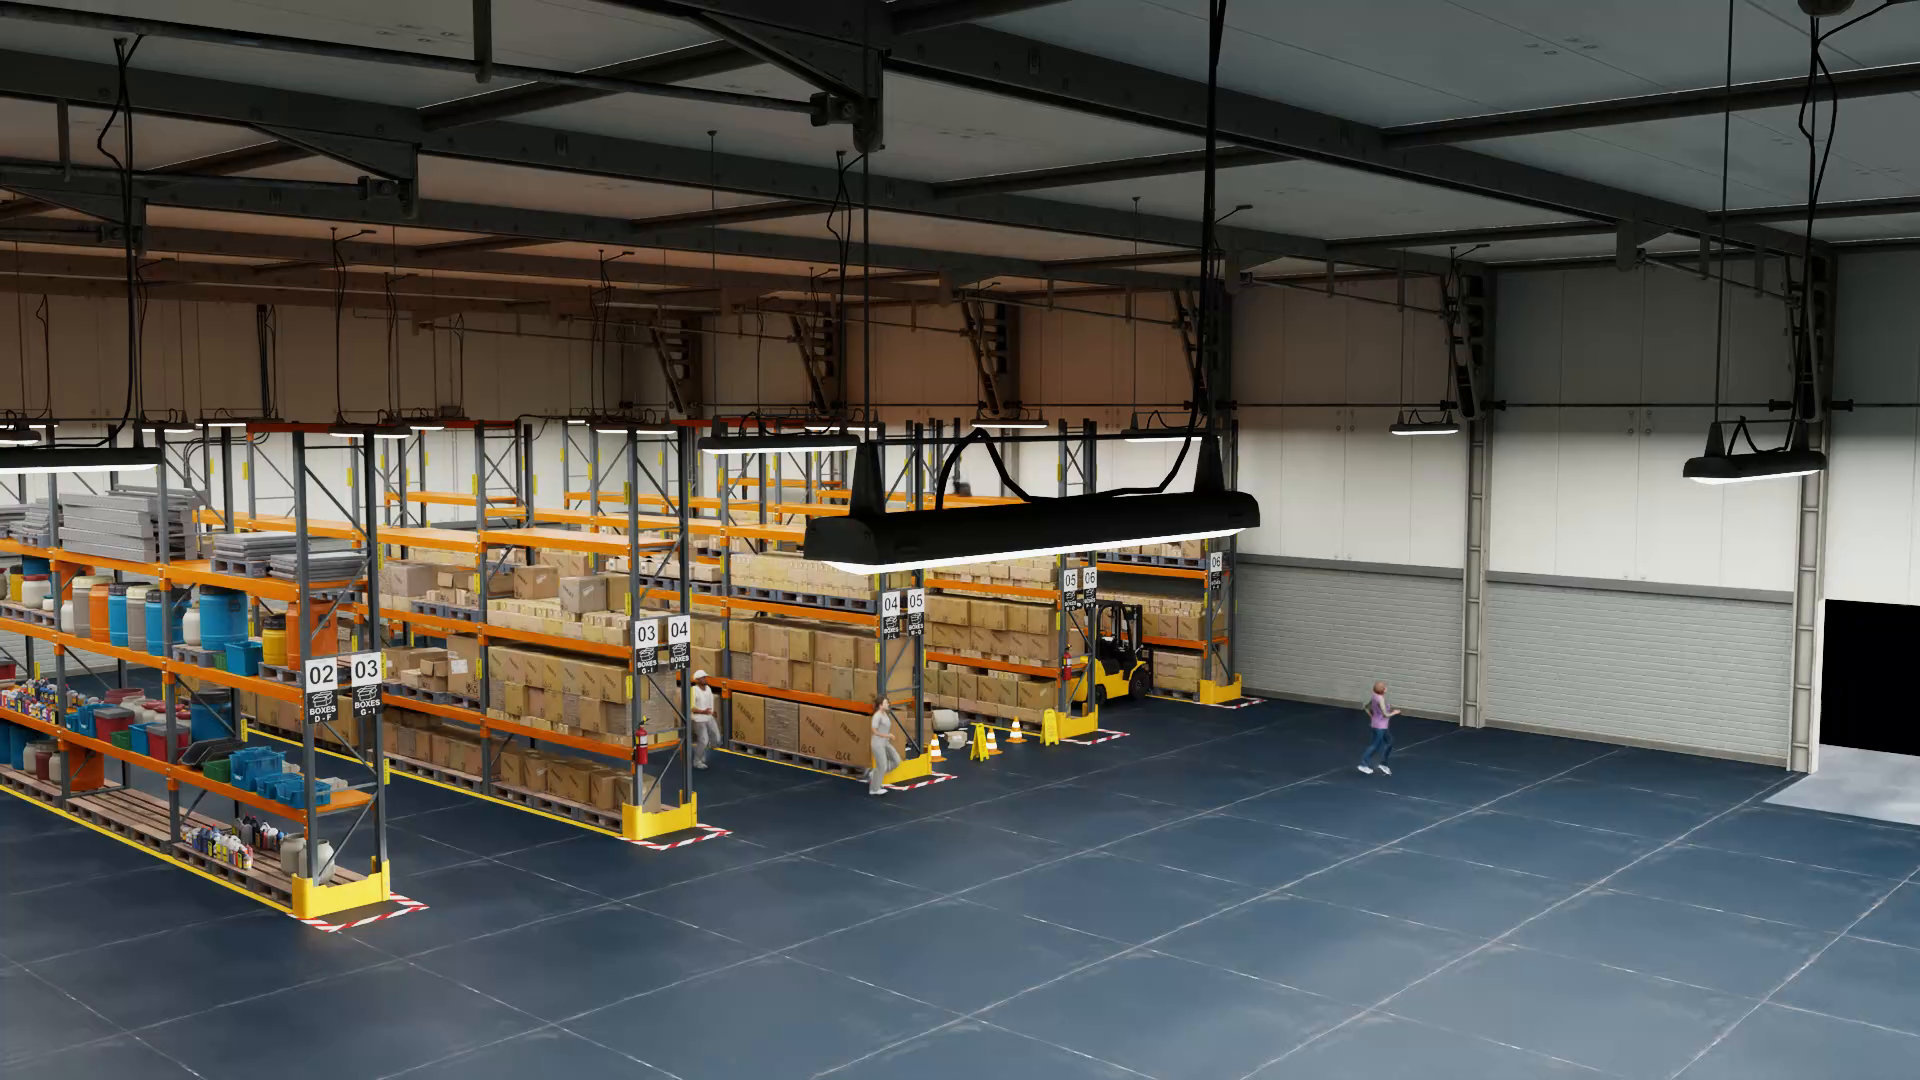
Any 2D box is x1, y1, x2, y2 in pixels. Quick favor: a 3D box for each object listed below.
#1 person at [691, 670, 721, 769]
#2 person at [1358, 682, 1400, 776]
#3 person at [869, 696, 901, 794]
[{"bbox_3d":[-4.422,3.109,28.849,0.582,1.724,0.692,3,5,32],"label":"person"},{"bbox_3d":[7.130,3.265,28.299,0.711,1.541,0.504,0,5,5],"label":"person"},{"bbox_3d":[-1.234,3.322,26.909,0.543,1.620,0.564,1,5,16],"label":"person"}]
